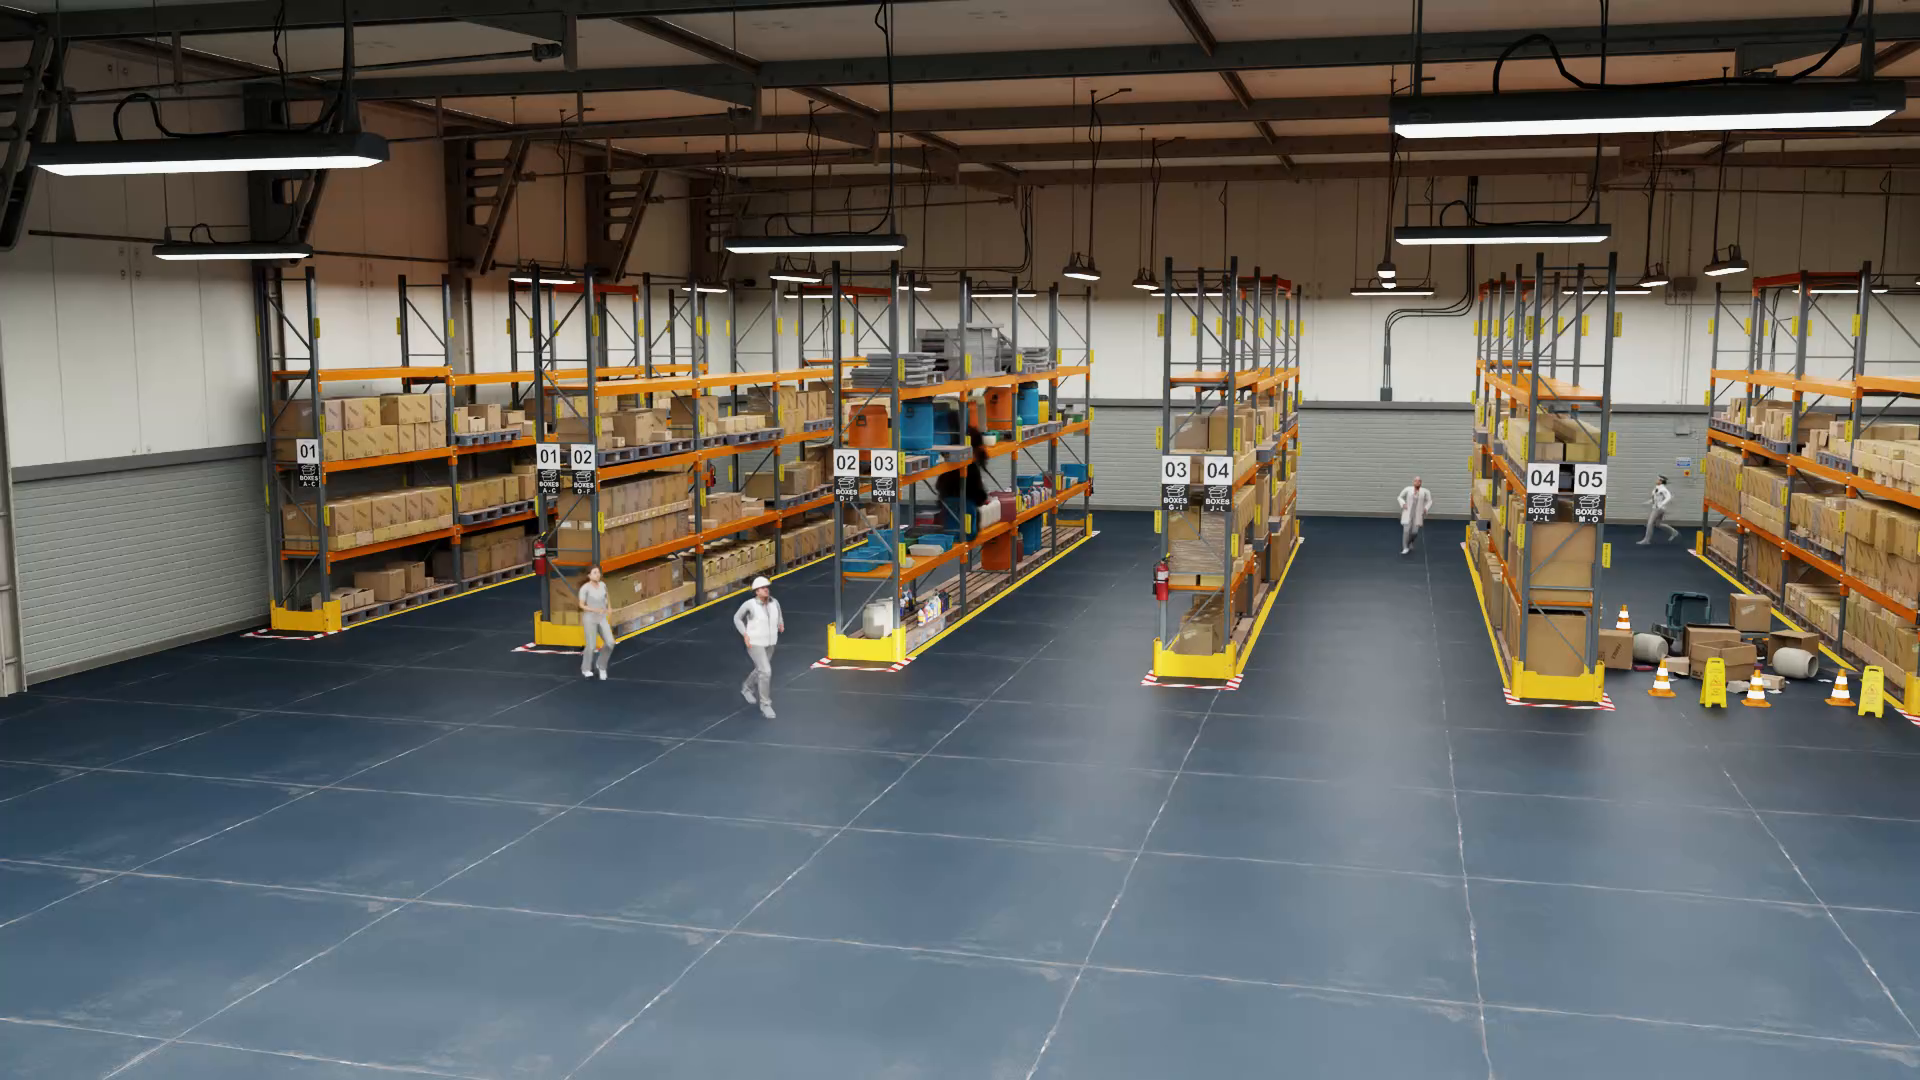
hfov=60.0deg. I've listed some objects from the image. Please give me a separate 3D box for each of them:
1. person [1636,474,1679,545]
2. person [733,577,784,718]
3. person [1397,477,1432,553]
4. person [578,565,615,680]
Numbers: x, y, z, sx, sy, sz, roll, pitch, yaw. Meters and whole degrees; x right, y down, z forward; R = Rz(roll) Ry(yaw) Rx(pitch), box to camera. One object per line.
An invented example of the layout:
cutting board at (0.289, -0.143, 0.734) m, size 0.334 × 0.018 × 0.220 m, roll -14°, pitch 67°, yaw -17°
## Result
person at (16.162, -0.697, 38.409) m, size 0.919 × 1.689 × 0.647 m, roll 2°, pitch 8°, yaw 16°
person at (-2.616, 1.364, 21.770) m, size 0.837 × 1.809 × 0.656 m, roll 7°, pitch 10°, yaw 44°
person at (10.159, -0.561, 37.202) m, size 0.757 × 1.720 × 0.680 m, roll 2°, pitch 8°, yaw 16°
person at (-5.177, 1.186, 23.731) m, size 0.589 × 1.690 × 0.683 m, roll -7°, pitch 10°, yaw -43°
